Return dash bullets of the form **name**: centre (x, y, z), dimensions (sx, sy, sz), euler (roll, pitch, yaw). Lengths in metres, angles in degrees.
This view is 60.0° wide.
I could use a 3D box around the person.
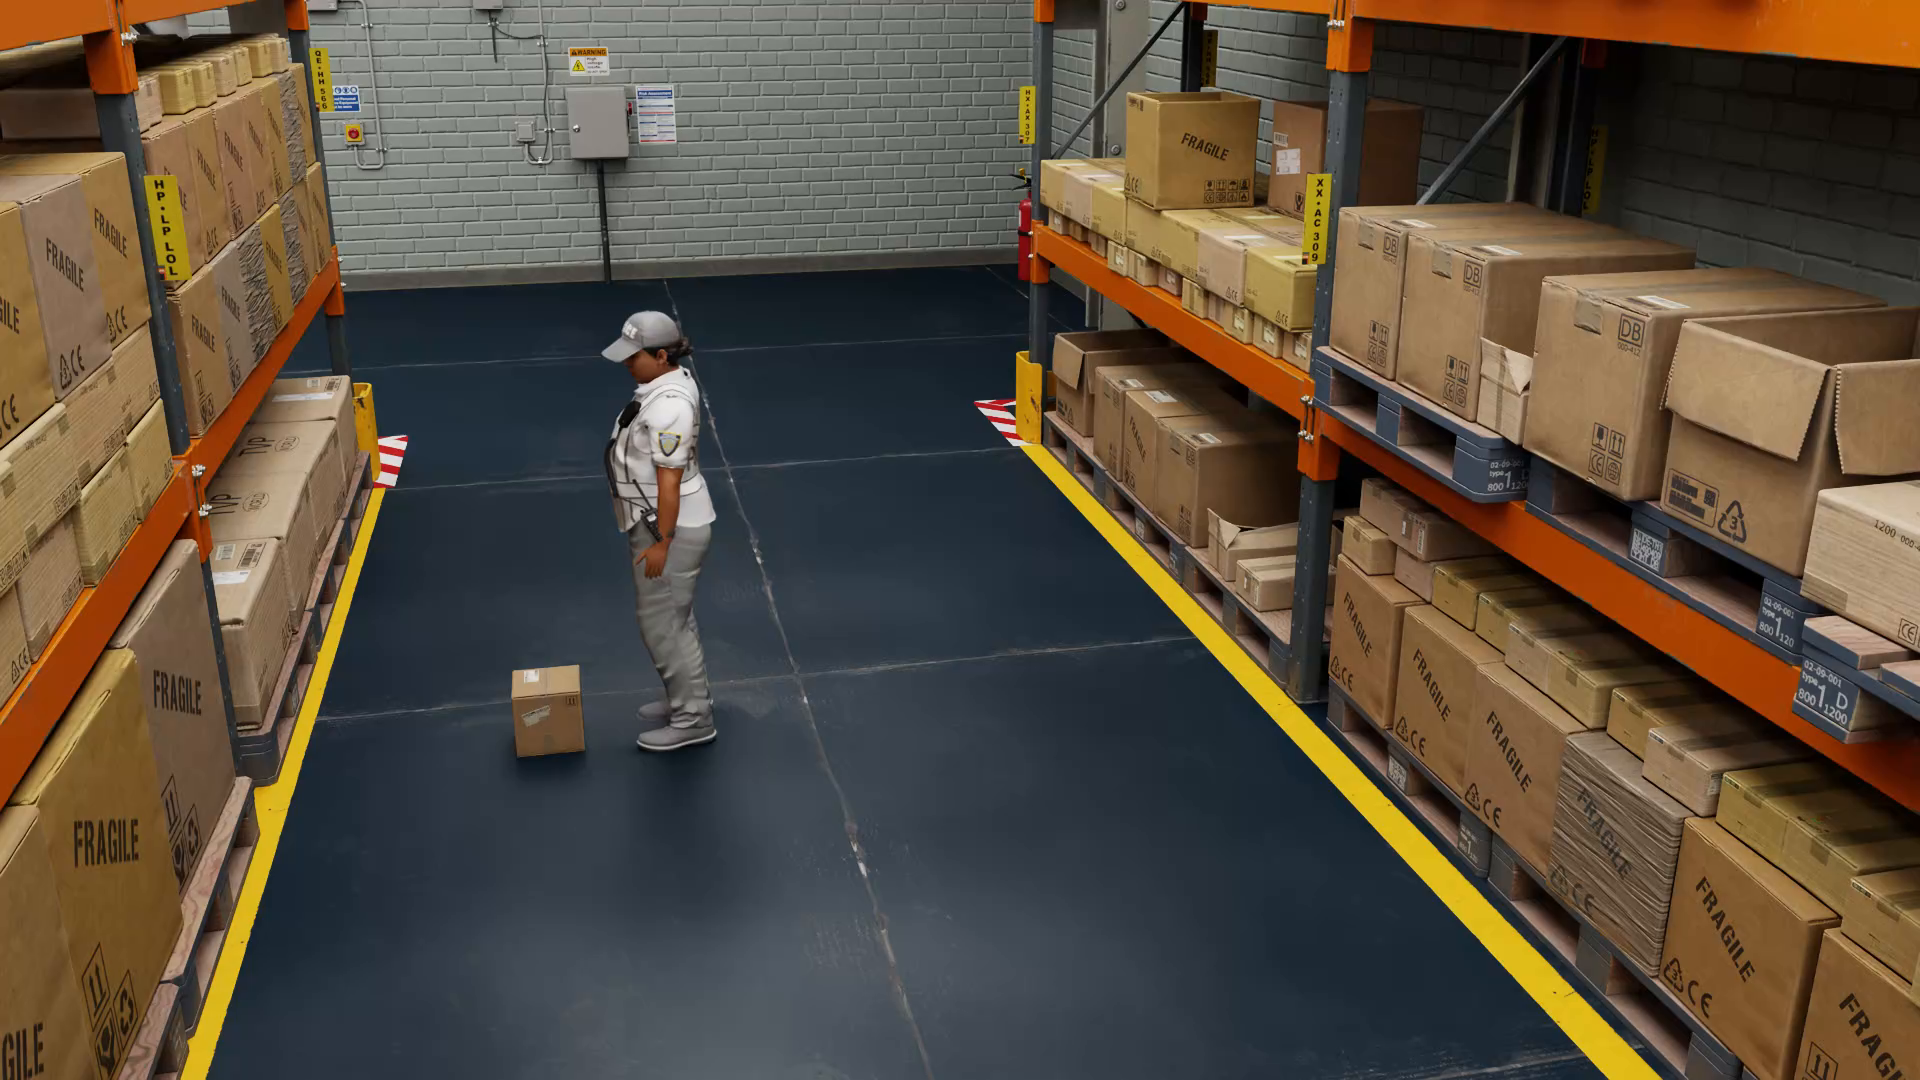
- **person**: centre (-1.103, -0.032, 6.185), dimensions (0.390, 1.666, 0.470), euler (-4, 20, -11)
